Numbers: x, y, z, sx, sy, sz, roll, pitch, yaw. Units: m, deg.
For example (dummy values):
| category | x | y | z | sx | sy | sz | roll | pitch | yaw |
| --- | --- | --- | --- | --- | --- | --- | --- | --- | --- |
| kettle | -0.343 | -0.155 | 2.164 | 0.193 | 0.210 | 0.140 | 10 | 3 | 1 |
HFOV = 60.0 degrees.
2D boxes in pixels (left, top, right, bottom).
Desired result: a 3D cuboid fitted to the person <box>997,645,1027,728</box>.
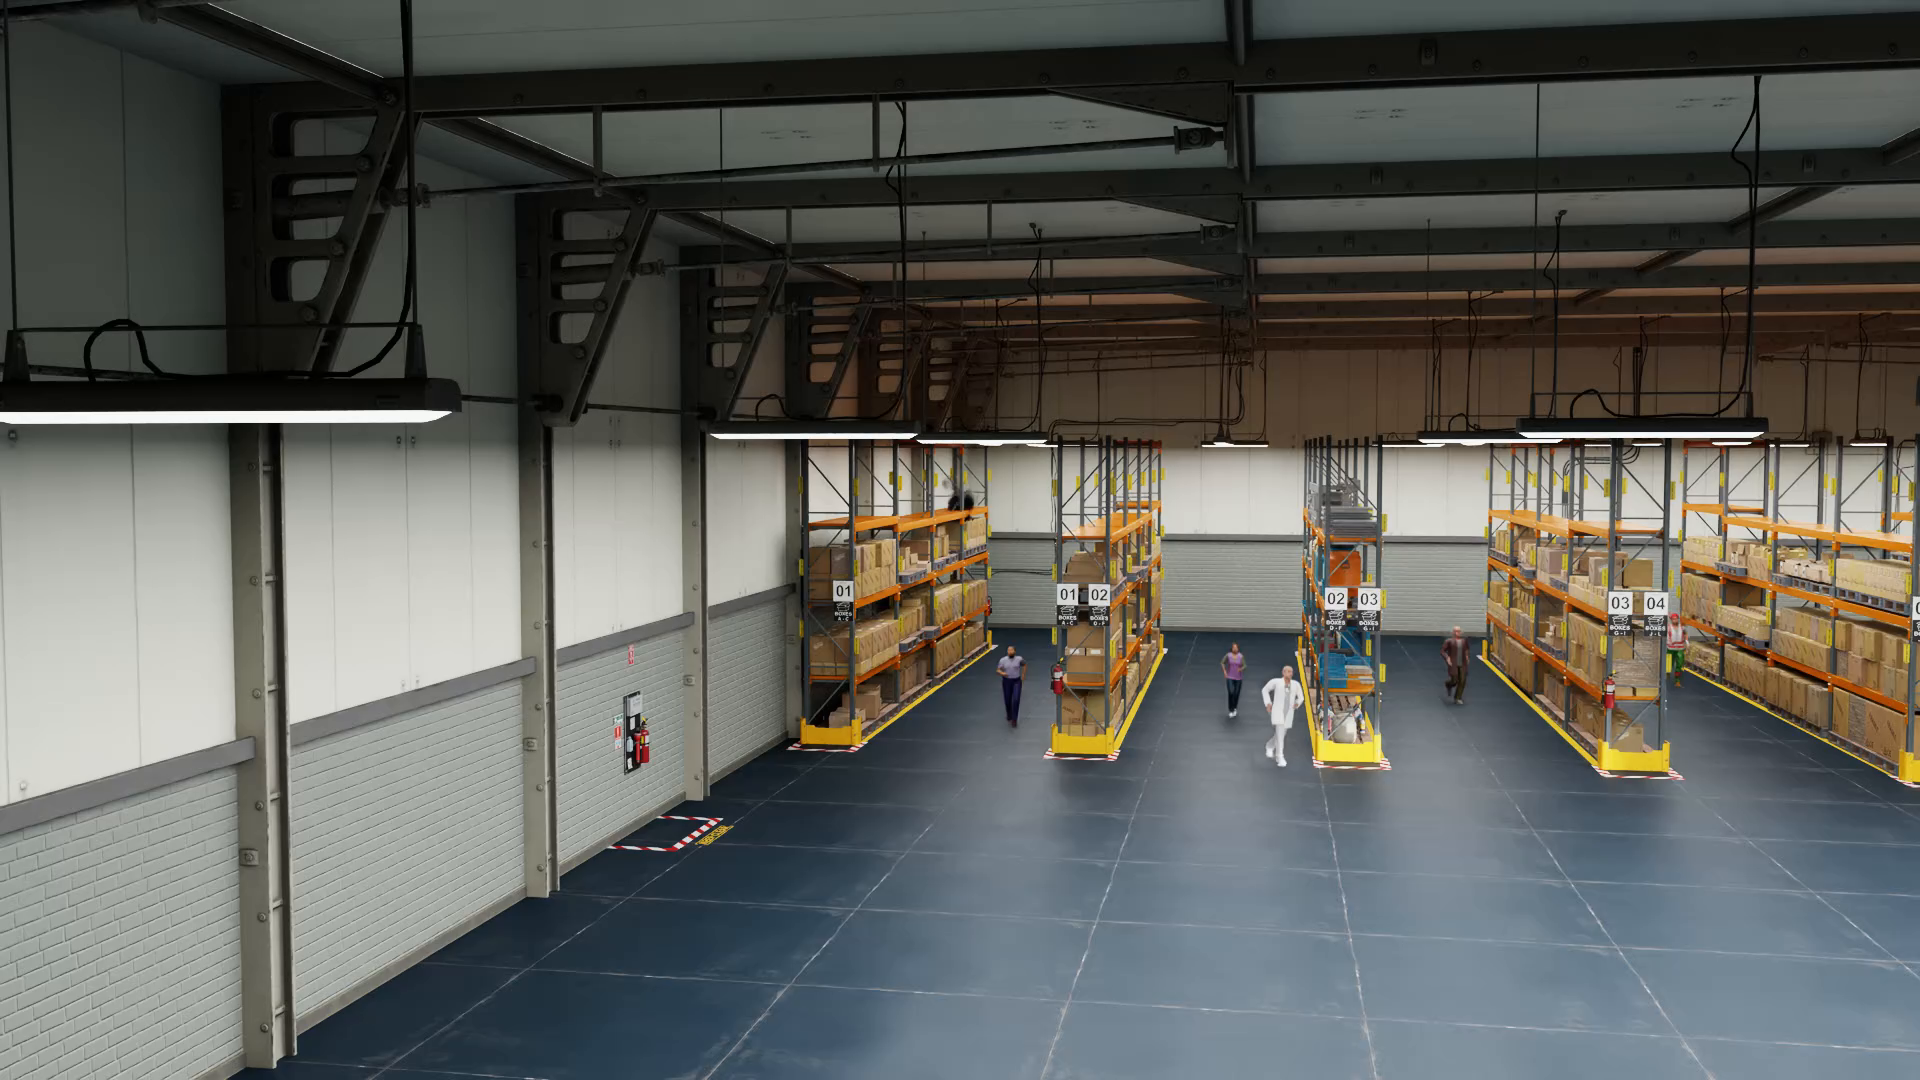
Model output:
| category | x | y | z | sx | sy | sz | roll | pitch | yaw |
| --- | --- | --- | --- | --- | --- | --- | --- | --- | --- |
| person | 1.073 | 3.039 | 34.697 | 0.614 | 1.655 | 0.898 | 0 | 3 | 6 |

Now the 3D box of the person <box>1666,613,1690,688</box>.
| category | x | y | z | sx | sy | sz | roll | pitch | yaw |
| --- | --- | --- | --- | --- | --- | --- | --- | --- | --- |
| person | 17.346 | 2.656 | 40.315 | 0.672 | 1.760 | 0.993 | 1 | 3 | 10 |

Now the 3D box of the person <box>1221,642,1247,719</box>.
| category | x | y | z | sx | sy | sz | roll | pitch | yaw |
| --- | --- | --- | --- | --- | --- | --- | --- | --- | --- |
| person | 5.866 | 3.024 | 35.604 | 0.529 | 1.626 | 0.620 | 0 | 3 | 2 |

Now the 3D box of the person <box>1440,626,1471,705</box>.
| category | x | y | z | sx | sy | sz | roll | pitch | yaw |
| --- | --- | --- | --- | --- | --- | --- | --- | --- | --- |
| person | 11.245 | 2.826 | 37.618 | 0.711 | 1.743 | 0.686 | 0 | 3 | -4 |

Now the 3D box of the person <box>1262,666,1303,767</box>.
| category | x | y | z | sx | sy | sz | roll | pitch | yaw |
| --- | --- | --- | --- | --- | --- | --- | --- | --- | --- |
| person | 5.942 | 3.198 | 30.518 | 0.720 | 1.782 | 0.911 | -1 | 3 | -14 |
